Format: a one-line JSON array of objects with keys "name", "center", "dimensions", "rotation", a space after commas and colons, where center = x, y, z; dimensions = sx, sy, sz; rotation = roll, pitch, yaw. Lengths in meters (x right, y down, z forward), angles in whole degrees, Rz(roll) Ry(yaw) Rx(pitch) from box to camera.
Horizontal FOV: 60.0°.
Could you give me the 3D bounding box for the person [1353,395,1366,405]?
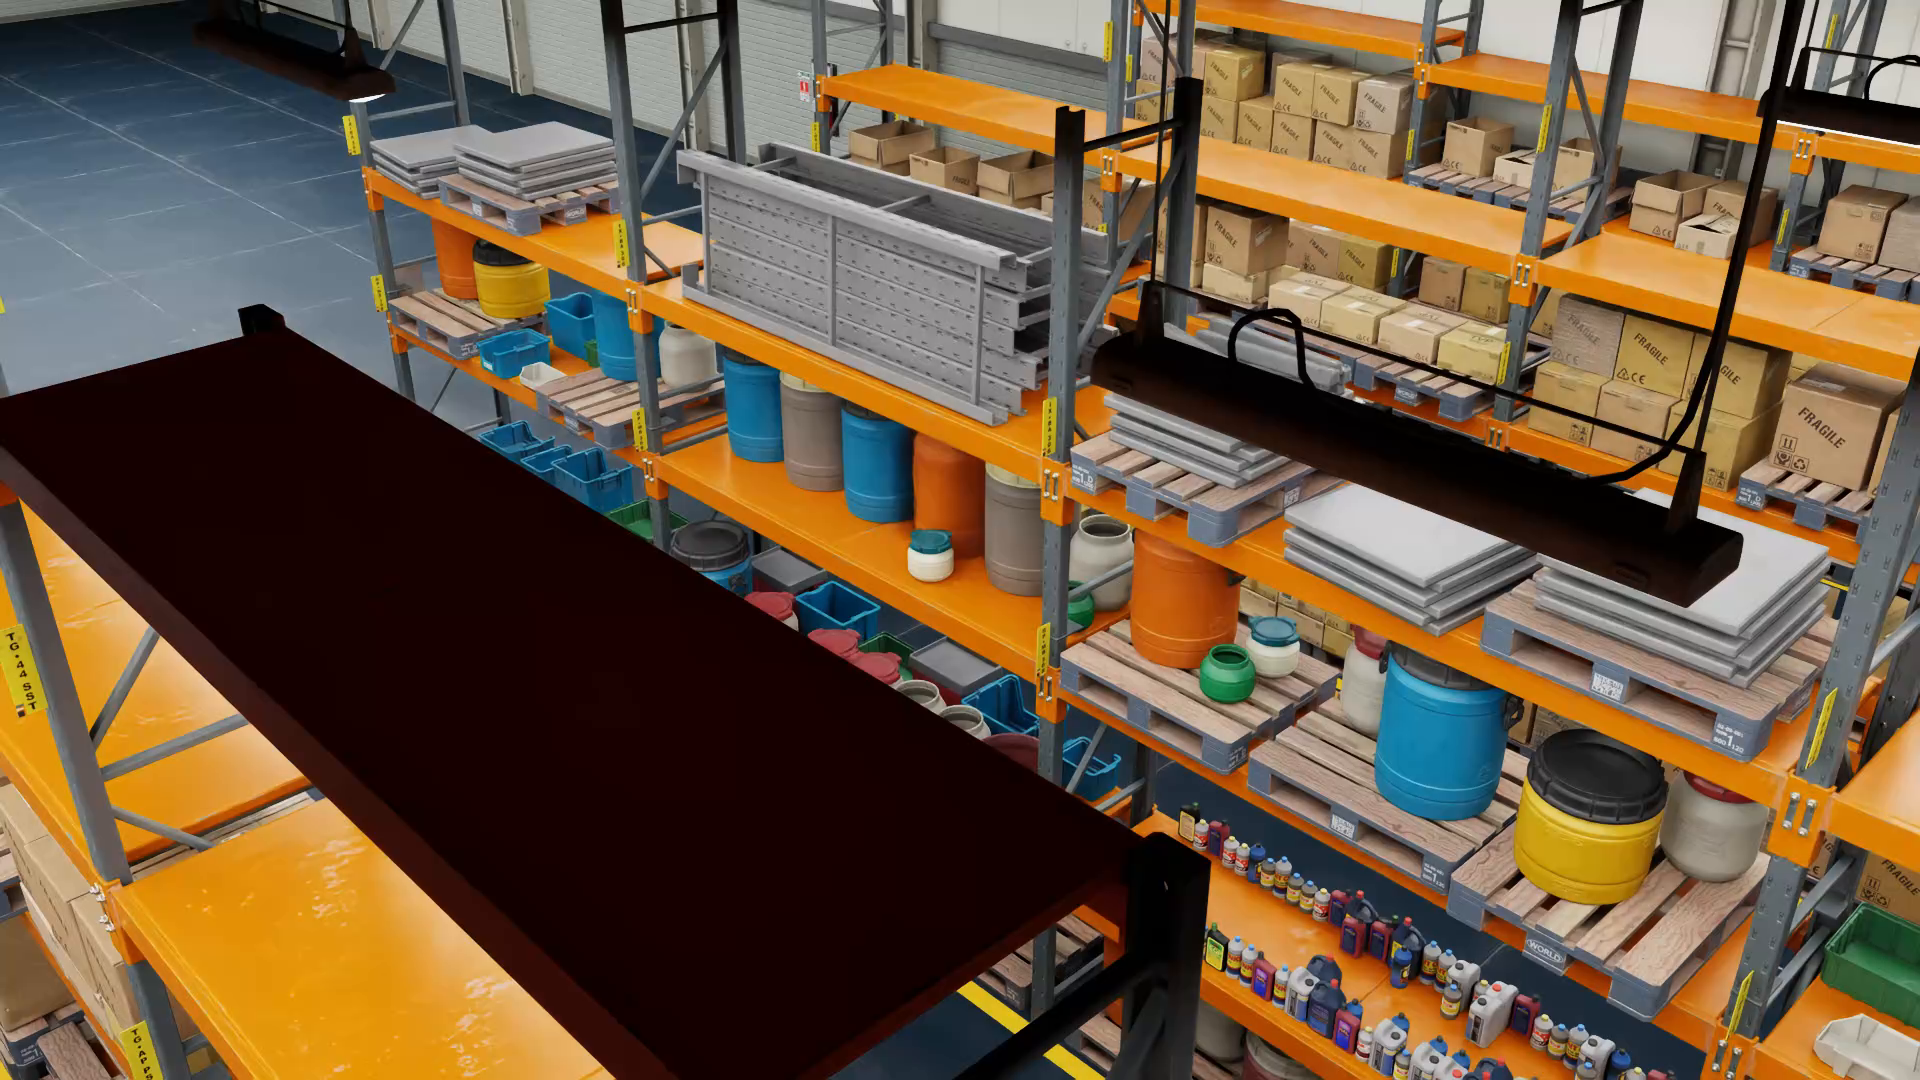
[{"name": "person", "center": [3.729, -0.872, 16.615], "dimensions": [0.601, 1.755, 0.506], "rotation": [-18, 33, -31]}]
